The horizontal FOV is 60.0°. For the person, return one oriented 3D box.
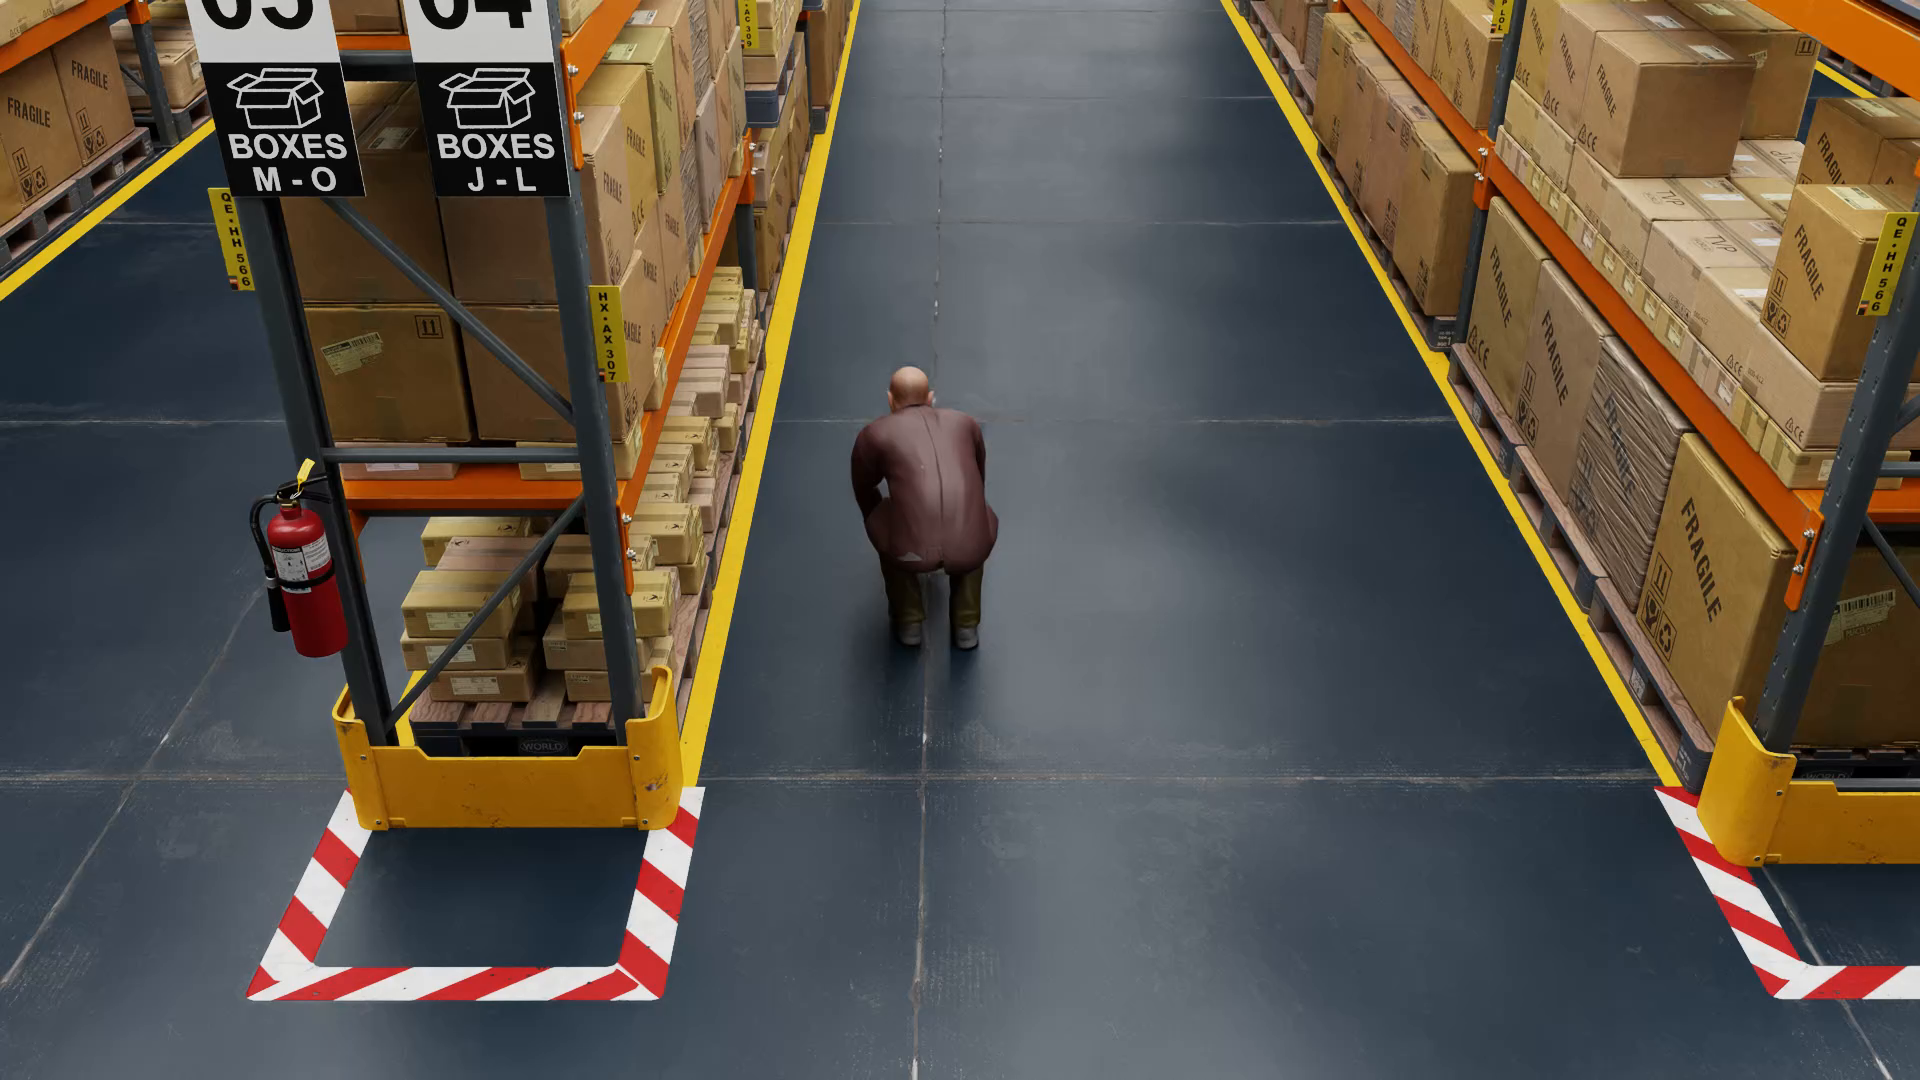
[{"bbox_3d":[-0.144,-0.121,7.050,0.612,1.056,0.888,-3,31,-5],"label":"person"}]
